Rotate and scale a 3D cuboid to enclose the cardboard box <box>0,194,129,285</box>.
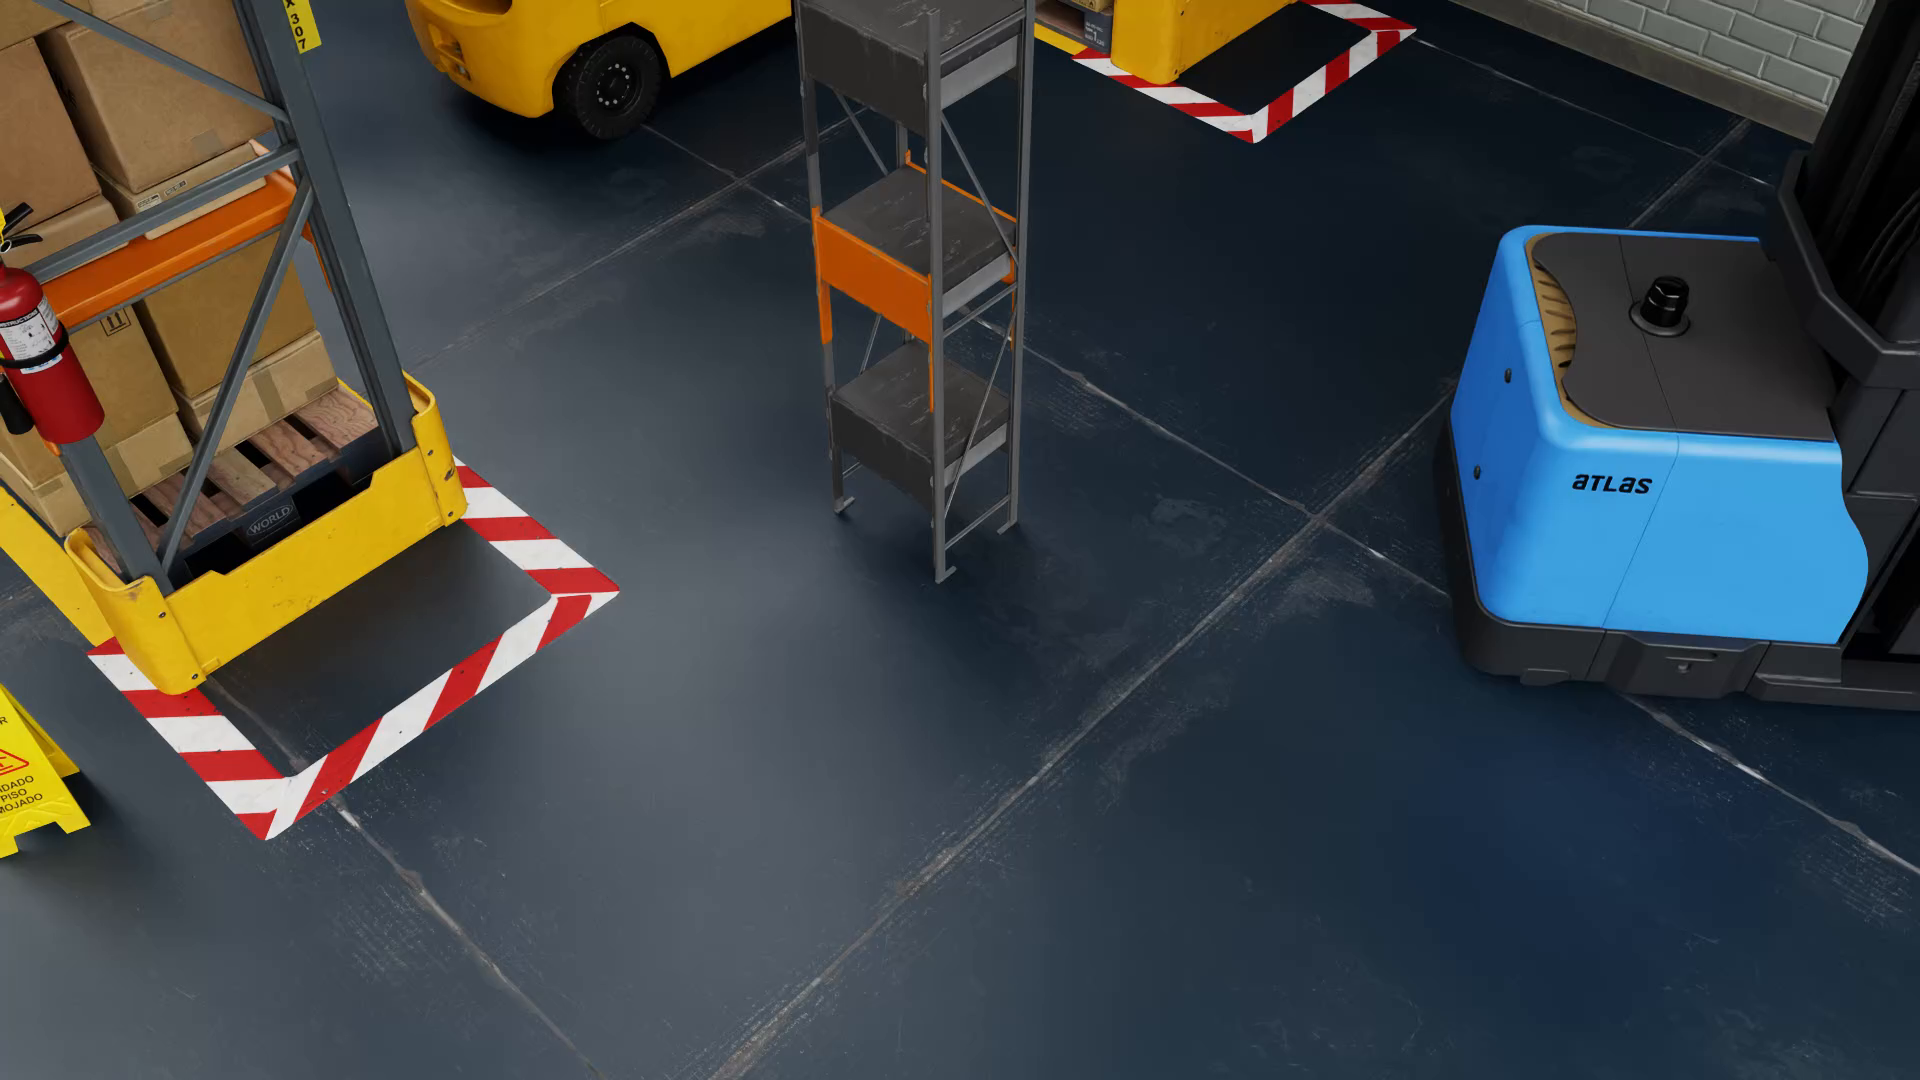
[{"bbox_3d":[-2.594,-0.859,4.671,0.250,0.149,0.380,36,56,29],"label":"cardboard box"}]

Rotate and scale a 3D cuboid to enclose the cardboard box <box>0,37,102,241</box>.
[{"bbox_3d":[-2.760,-1.131,4.482,0.500,0.500,0.500,33,55,27],"label":"cardboard box"}]

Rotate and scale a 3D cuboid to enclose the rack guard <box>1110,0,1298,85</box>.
[{"bbox_3d":[1.207,-2.668,7.912,0.348,0.500,1.175,34,55,28],"label":"rack guard"}]

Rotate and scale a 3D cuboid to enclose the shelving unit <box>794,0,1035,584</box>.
[{"bbox_3d":[-0.122,-0.801,5.061,0.503,2.100,0.431,34,55,28],"label":"shelving unit"}]

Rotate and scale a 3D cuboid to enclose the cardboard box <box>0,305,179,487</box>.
[{"bbox_3d":[-2.940,-0.590,5.330,0.500,0.500,0.500,34,56,28],"label":"cardboard box"}]

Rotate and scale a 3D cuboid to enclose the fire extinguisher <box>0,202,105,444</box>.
[{"bbox_3d":[-2.403,-0.544,4.257,0.183,0.674,0.296,34,55,28],"label":"fire extinguisher"}]

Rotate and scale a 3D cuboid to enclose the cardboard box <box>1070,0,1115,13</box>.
[{"bbox_3d":[0.630,-2.801,7.920,0.500,0.250,0.500,34,56,28],"label":"cardboard box"}]

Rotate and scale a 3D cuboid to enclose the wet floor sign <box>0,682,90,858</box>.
[{"bbox_3d":[-2.760,0.599,4.745,0.267,0.644,0.232,-21,50,-18],"label":"wet floor sign"}]

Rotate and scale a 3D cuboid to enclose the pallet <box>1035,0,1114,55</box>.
[{"bbox_3d":[0.599,-2.936,8.362,1.213,0.211,1.003,34,55,28],"label":"pallet"}]

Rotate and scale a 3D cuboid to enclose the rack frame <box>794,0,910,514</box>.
[{"bbox_3d":[-0.301,-0.921,5.175,0.015,2.100,0.400,34,55,28],"label":"rack frame"}]

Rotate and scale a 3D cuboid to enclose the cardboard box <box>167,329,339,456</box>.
[{"bbox_3d":[-2.579,-0.624,5.876,0.500,0.250,0.500,33,55,27],"label":"cardboard box"}]

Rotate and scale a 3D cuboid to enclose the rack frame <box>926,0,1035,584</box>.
[{"bbox_3d":[0.058,-0.680,4.948,0.015,2.100,0.400,34,55,28],"label":"rack frame"}]

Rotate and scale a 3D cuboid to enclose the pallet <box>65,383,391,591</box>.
[{"bbox_3d":[-2.803,-0.378,5.960,1.213,0.211,1.003,34,55,28],"label":"pallet"}]

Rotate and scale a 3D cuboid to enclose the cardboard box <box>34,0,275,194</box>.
[{"bbox_3d":[-2.334,-1.393,4.728,0.500,0.500,0.500,33,55,27],"label":"cardboard box"}]

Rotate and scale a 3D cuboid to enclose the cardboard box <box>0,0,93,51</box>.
[{"bbox_3d":[-2.698,-1.488,4.131,0.500,0.500,0.700,33,55,27],"label":"cardboard box"}]

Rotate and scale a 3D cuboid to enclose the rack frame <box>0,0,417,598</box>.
[{"bbox_3d":[-2.174,-0.874,4.513,0.127,3.000,1.000,34,55,28],"label":"rack frame"}]

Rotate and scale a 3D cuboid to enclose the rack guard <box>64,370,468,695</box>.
[{"bbox_3d":[-2.230,-0.056,5.460,0.348,0.500,1.175,34,55,28],"label":"rack guard"}]

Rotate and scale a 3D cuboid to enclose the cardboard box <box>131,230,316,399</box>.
[{"bbox_3d":[-2.597,-0.892,5.614,0.500,0.500,0.500,32,55,27],"label":"cardboard box"}]

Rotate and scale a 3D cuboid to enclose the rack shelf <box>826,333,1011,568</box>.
[{"bbox_3d":[-0.122,-0.312,5.582,0.480,0.518,0.431,34,55,28],"label":"rack shelf"}]

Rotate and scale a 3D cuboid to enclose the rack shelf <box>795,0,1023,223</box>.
[{"bbox_3d":[-0.122,-1.270,4.561,0.480,0.518,0.431,34,55,28],"label":"rack shelf"}]

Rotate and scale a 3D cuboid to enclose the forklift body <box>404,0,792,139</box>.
[{"bbox_3d":[-1.441,-3.205,7.284,1.214,2.155,2.313,34,55,28],"label":"forklift body"}]

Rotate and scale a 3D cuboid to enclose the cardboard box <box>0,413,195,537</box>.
[{"bbox_3d":[-2.968,-0.344,5.614,0.500,0.250,0.500,34,55,28],"label":"cardboard box"}]

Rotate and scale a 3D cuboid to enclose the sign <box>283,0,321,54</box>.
[{"bbox_3d":[-1.806,-1.461,4.471,0.005,0.325,0.100,34,55,28],"label":"sign"}]

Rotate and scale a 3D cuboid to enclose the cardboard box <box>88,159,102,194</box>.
[{"bbox_3d":[-2.479,-1.184,4.977,0.250,0.149,0.380,35,56,28],"label":"cardboard box"}]

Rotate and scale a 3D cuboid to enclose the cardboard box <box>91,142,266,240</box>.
[{"bbox_3d":[-2.283,-1.067,4.867,0.250,0.149,0.380,34,55,28],"label":"cardboard box"}]

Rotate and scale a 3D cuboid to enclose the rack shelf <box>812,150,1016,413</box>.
[{"bbox_3d":[-0.122,-0.791,5.071,0.480,0.518,0.431,34,55,28],"label":"rack shelf"}]

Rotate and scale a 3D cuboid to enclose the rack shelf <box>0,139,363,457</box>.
[{"bbox_3d":[-3.644,-1.617,5.704,4.000,0.370,1.077,34,55,28],"label":"rack shelf"}]

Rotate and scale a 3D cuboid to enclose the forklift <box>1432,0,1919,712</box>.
[{"bbox_3d":[3.145,-0.815,4.505,3.031,2.935,1.130,4,47,4],"label":"forklift"}]
